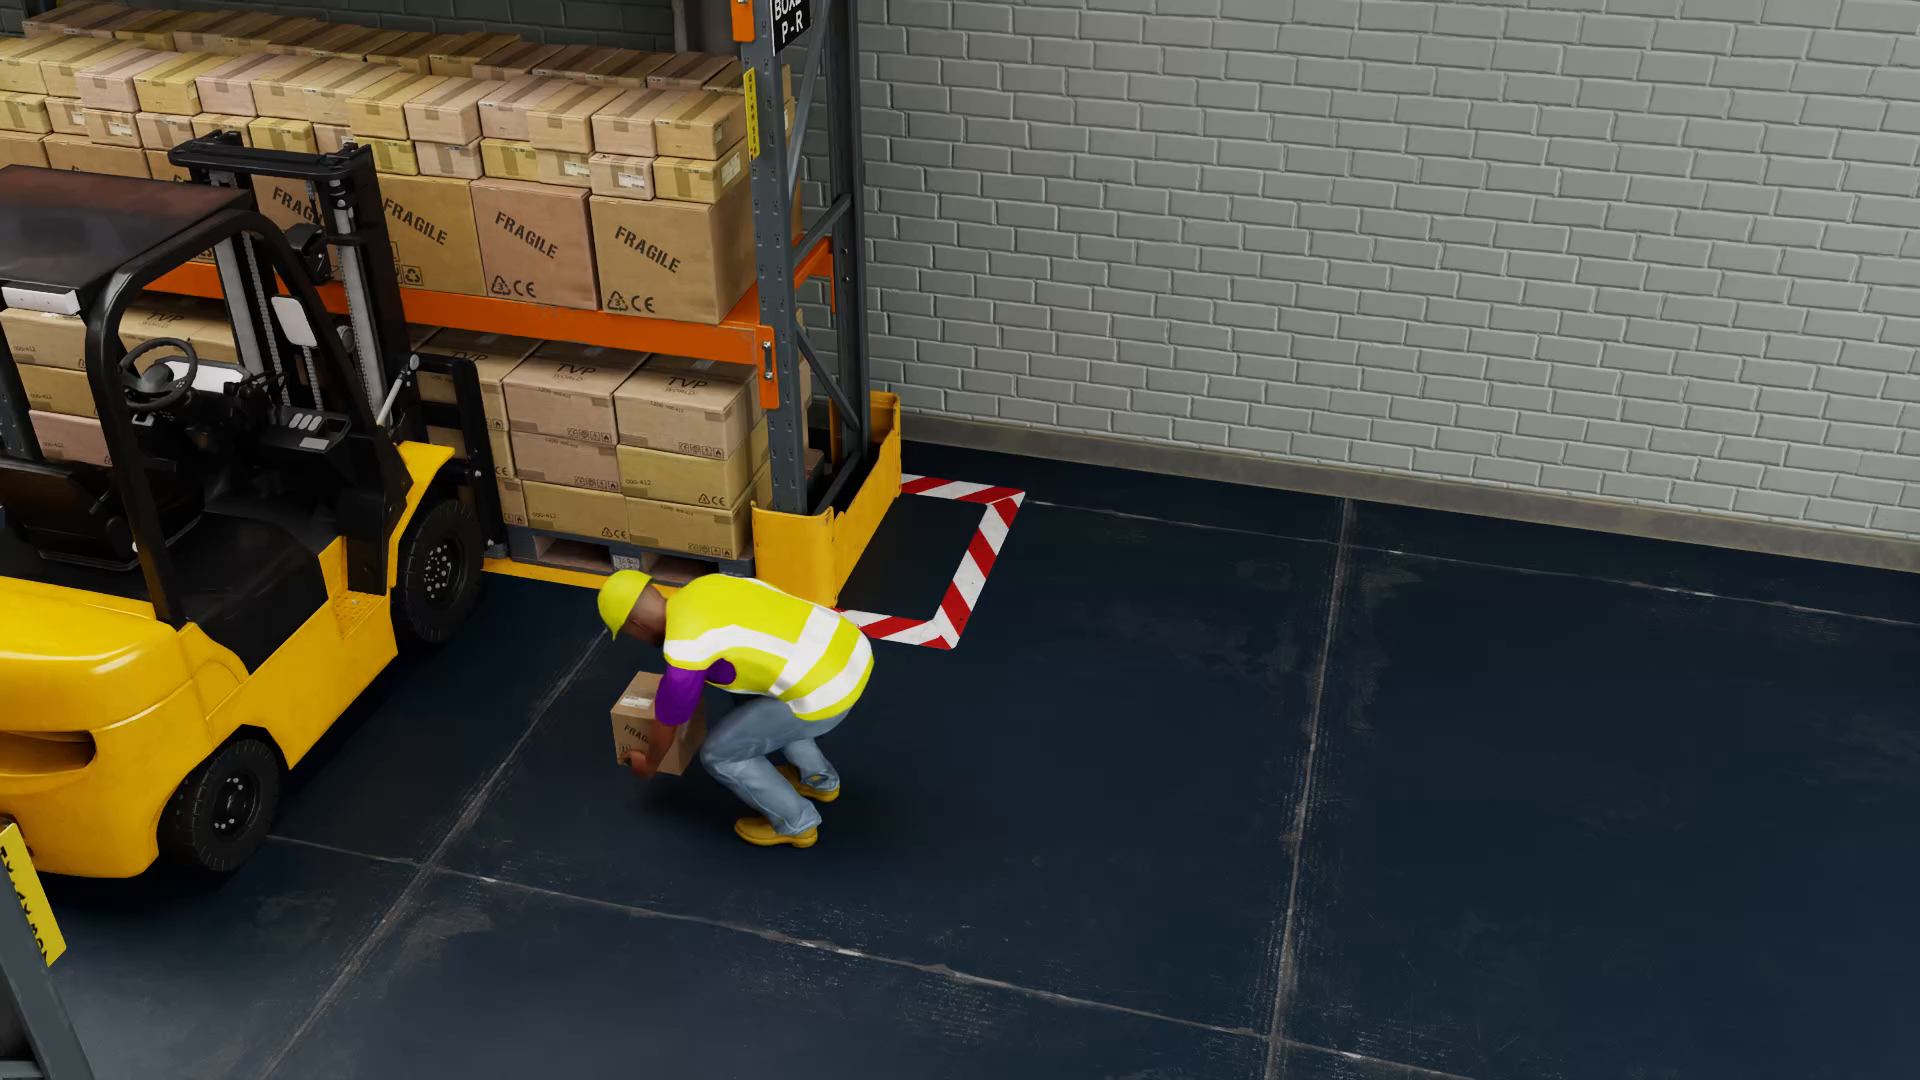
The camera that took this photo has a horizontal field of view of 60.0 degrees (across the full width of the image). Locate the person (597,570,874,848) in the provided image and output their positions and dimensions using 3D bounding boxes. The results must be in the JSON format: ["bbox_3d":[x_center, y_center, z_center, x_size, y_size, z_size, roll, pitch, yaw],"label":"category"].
[{"bbox_3d":[-0.791,0.581,5.914,0.952,1.009,0.504,7,33,11],"label":"person"}]
